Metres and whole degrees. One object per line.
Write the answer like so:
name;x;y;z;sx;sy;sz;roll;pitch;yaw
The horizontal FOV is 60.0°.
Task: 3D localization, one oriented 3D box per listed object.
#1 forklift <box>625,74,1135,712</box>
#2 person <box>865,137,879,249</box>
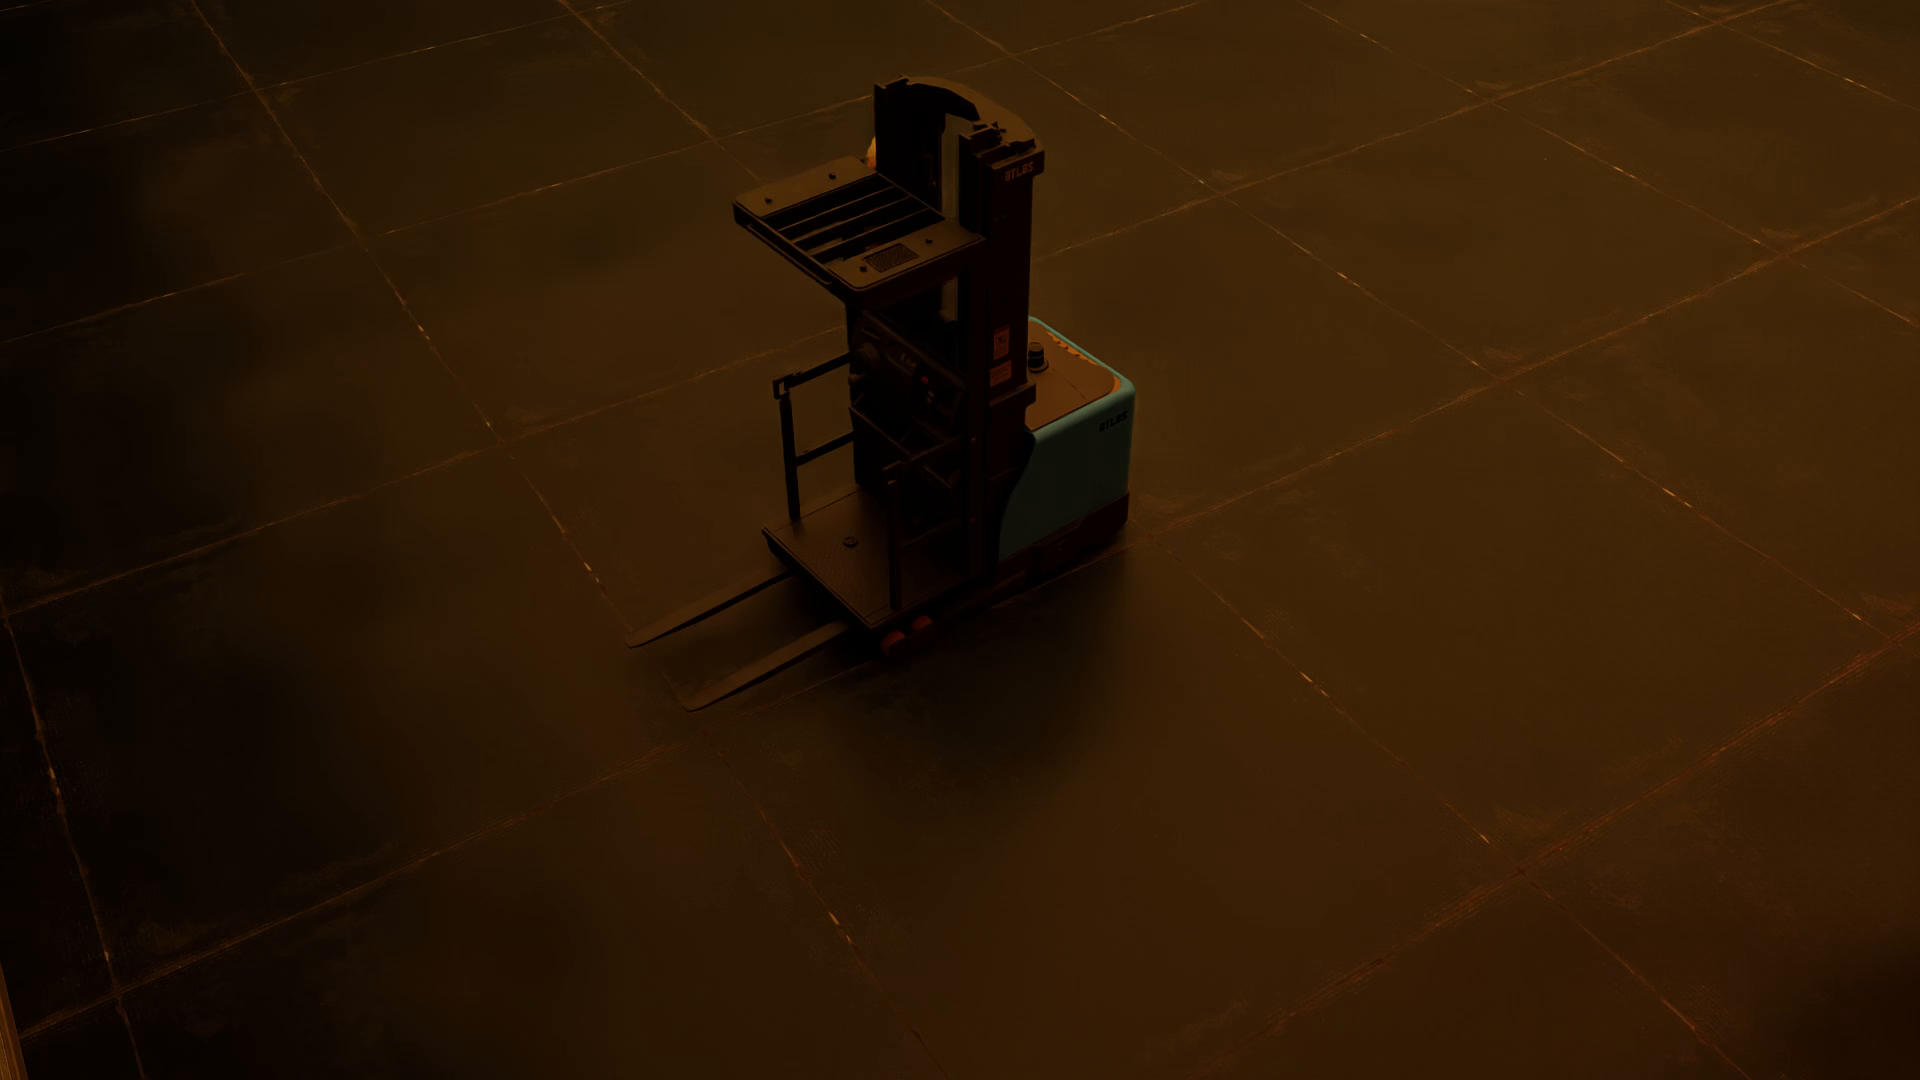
forklift;-0.450;-0.825;8.815;3.031;2.935;1.130;-28;48;-28
person;-0.453;-2.399;11.651;0.590;1.646;0.697;-6;41;-7
